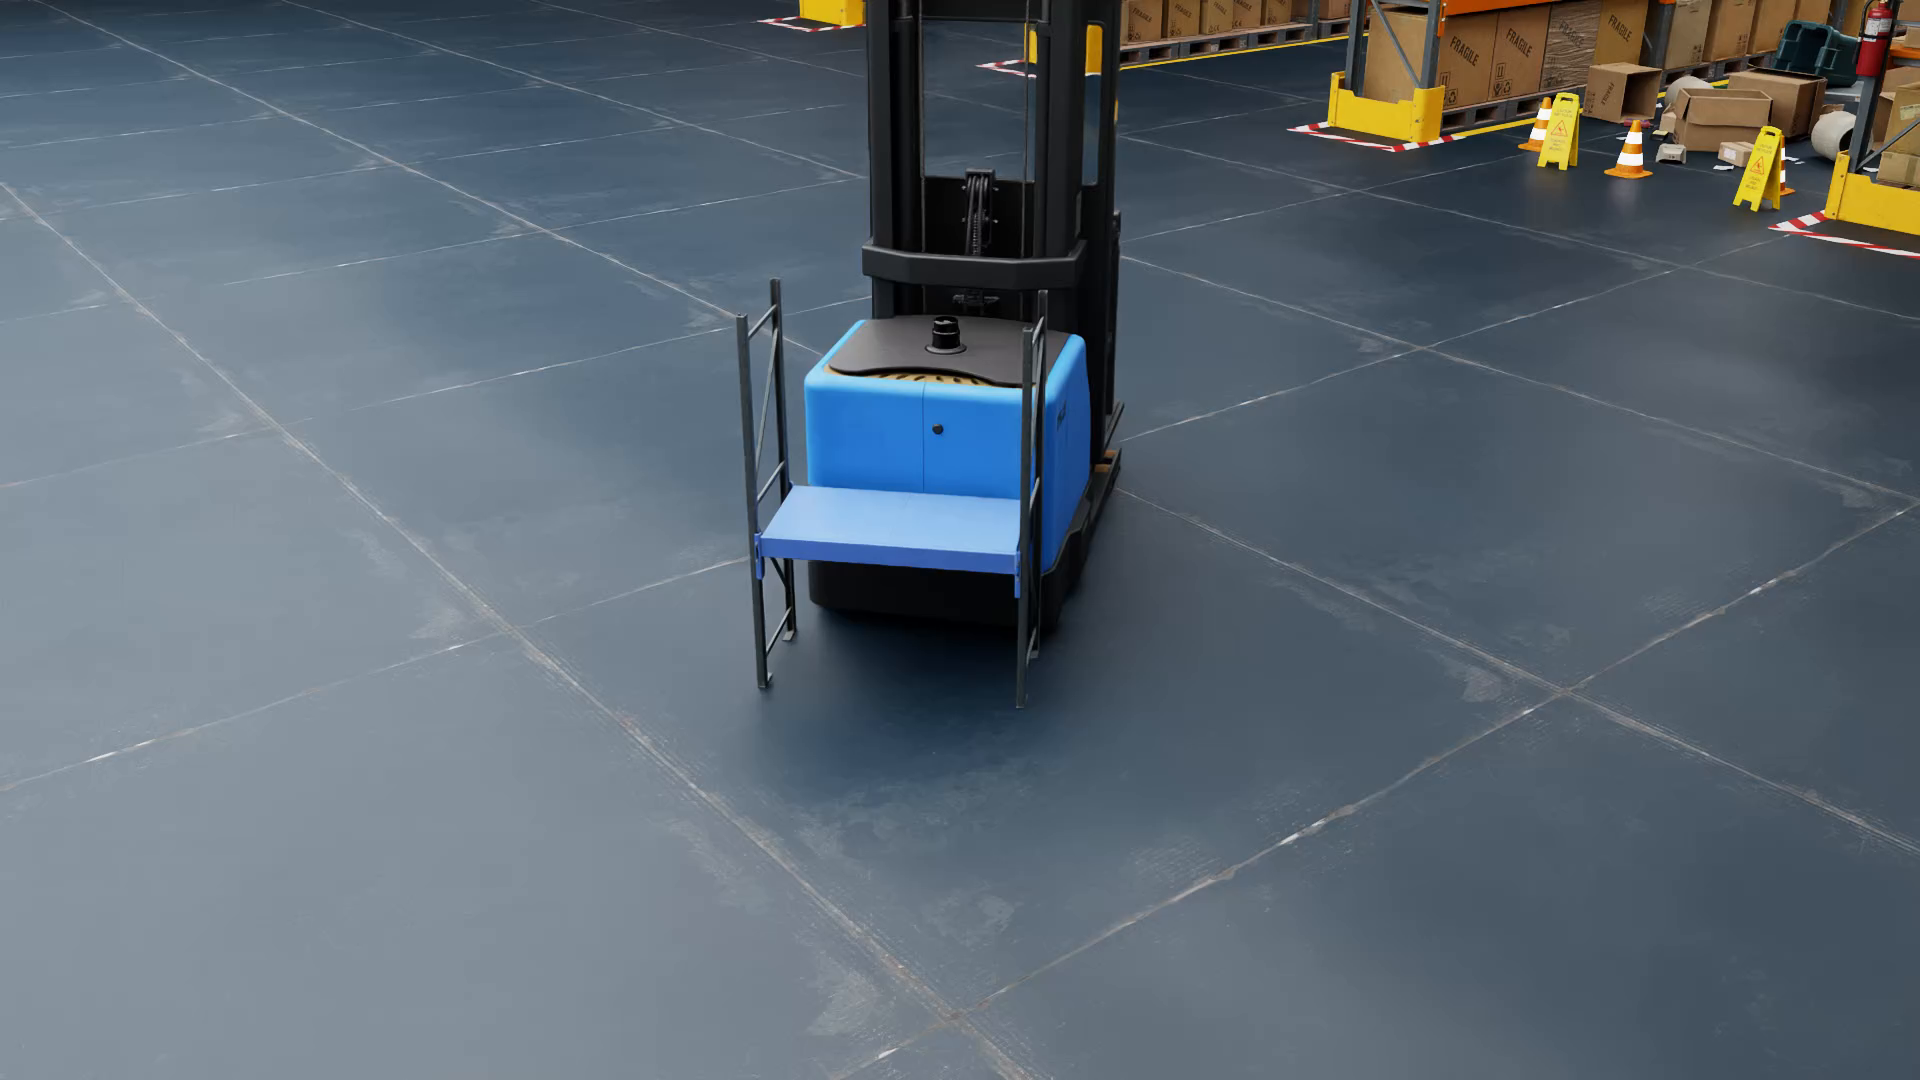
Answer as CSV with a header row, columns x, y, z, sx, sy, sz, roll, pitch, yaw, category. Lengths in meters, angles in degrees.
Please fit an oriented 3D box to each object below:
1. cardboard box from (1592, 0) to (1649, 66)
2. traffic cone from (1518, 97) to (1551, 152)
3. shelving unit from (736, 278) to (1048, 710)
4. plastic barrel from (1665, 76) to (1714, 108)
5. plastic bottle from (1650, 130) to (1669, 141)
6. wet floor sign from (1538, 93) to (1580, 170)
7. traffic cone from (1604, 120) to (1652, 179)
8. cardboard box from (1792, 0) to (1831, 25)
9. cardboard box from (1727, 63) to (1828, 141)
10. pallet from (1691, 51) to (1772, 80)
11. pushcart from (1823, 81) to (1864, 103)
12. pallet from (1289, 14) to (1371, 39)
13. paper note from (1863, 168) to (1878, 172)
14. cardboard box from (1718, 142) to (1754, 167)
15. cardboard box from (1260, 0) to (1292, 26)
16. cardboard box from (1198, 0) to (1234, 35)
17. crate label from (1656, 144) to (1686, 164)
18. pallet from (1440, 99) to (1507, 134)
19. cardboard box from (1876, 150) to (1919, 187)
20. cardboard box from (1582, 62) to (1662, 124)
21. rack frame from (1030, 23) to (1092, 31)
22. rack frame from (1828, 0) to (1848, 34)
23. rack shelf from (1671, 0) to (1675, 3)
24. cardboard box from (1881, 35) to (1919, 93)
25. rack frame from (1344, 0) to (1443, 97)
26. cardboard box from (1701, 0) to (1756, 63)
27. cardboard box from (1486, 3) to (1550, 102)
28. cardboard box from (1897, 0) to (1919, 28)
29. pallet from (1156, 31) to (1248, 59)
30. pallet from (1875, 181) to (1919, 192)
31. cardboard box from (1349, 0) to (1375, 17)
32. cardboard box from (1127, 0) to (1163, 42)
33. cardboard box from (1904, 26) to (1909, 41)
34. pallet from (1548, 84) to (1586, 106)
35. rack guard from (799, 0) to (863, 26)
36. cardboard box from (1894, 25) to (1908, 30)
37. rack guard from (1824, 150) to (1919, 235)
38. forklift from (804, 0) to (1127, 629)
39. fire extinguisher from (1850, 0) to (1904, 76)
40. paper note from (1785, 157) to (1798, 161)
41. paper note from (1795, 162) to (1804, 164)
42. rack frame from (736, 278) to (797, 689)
x,y,z,sx,sy,sz,roll,pitch,yaw,category
6.786,-5.515,18.060,0.875,0.875,0.875,-18,30,-33,cardboard box
5.471,-3.906,15.582,0.334,0.463,0.336,-18,31,-34,traffic cone
-0.232,-0.173,6.306,1.048,1.500,0.538,4,25,8,shelving unit
7.378,-4.457,16.815,0.421,0.421,0.512,1,25,2,plastic barrel
6.768,-3.916,16.080,0.133,0.061,0.283,15,29,29,plastic bottle
5.375,-3.658,14.830,0.267,0.644,0.232,21,32,37,wet floor sign
5.900,-3.443,14.585,0.334,0.463,0.336,-18,31,-34,traffic cone
9.937,-6.509,20.350,0.750,0.750,1.050,-19,31,-35,cardboard box
7.861,-4.246,16.104,0.503,0.637,0.797,-18,31,-34,cardboard box
8.845,-5.708,19.762,1.213,0.211,1.003,-18,31,-34,pallet
9.012,-4.368,16.678,1.648,0.377,0.936,15,29,29,pushcart
4.955,-7.036,22.624,1.213,0.211,1.003,-18,31,-34,pallet
8.114,-3.301,14.792,0.142,0.019,0.148,15,29,29,paper note
7.095,-3.492,15.062,0.250,0.149,0.380,-3,25,-7,cardboard box
4.004,-7.064,21.842,0.500,0.500,0.500,-19,31,-36,cardboard box
3.117,-6.725,21.113,0.500,0.500,0.500,-22,33,-38,cardboard box
6.481,-3.520,15.138,0.250,0.136,0.298,10,27,20,crate label
4.757,-4.358,16.854,1.213,0.211,1.003,-18,31,-34,pallet
7.799,-3.024,13.436,0.500,0.250,0.500,-18,31,-34,cardboard box
6.736,-4.552,16.927,0.500,0.500,0.500,-13,28,-25,cardboard box
1.195,-7.059,19.361,0.127,3.000,1.000,-18,31,-34,rack frame
10.472,-7.467,20.242,0.127,3.000,1.000,-18,31,-34,rack frame
8.898,-6.622,19.274,4.000,0.370,1.077,-18,31,-34,rack shelf
9.336,-4.606,16.147,0.500,0.500,0.500,-18,31,-34,cardboard box
4.176,-5.389,15.764,0.127,3.000,1.000,-18,31,-34,rack frame
8.519,-6.039,19.337,0.750,0.750,1.050,-18,31,-34,cardboard box
5.360,-5.043,17.044,0.875,0.875,0.875,-19,31,-35,cardboard box
7.567,-4.188,12.704,0.500,0.500,0.500,-19,31,-35,cardboard box
2.876,-6.328,21.099,1.213,0.211,1.003,-18,31,-34,pallet
8.031,-2.730,13.346,1.213,0.211,1.003,-18,31,-34,pallet
5.226,-7.433,22.615,0.500,0.500,0.700,-18,31,-34,cardboard box
2.146,-6.439,20.495,0.500,0.500,0.500,-10,27,-21,cardboard box
7.604,-3.932,12.923,0.250,0.149,0.380,-19,31,-35,cardboard box
6.677,-4.992,18.220,1.213,0.211,1.003,-18,31,-34,pallet
-1.830,-7.601,23.499,0.348,0.500,1.175,-18,31,-34,rack guard
11.980,-6.890,21.468,0.500,0.500,0.500,-19,31,-35,cardboard box
7.370,-2.662,12.856,0.348,0.500,1.175,-18,31,-34,rack guard
0.194,-1.565,7.605,1.130,2.935,3.031,6,25,12,forklift
6.936,-3.864,12.568,0.183,0.674,0.296,-18,31,-34,fire extinguisher
7.587,-3.500,15.233,0.142,0.019,0.148,-8,26,-16,paper note
7.612,-3.418,15.067,0.123,0.001,0.032,-18,31,-34,paper note
-0.734,-0.207,6.379,0.032,1.500,0.500,4,25,8,rack frame
